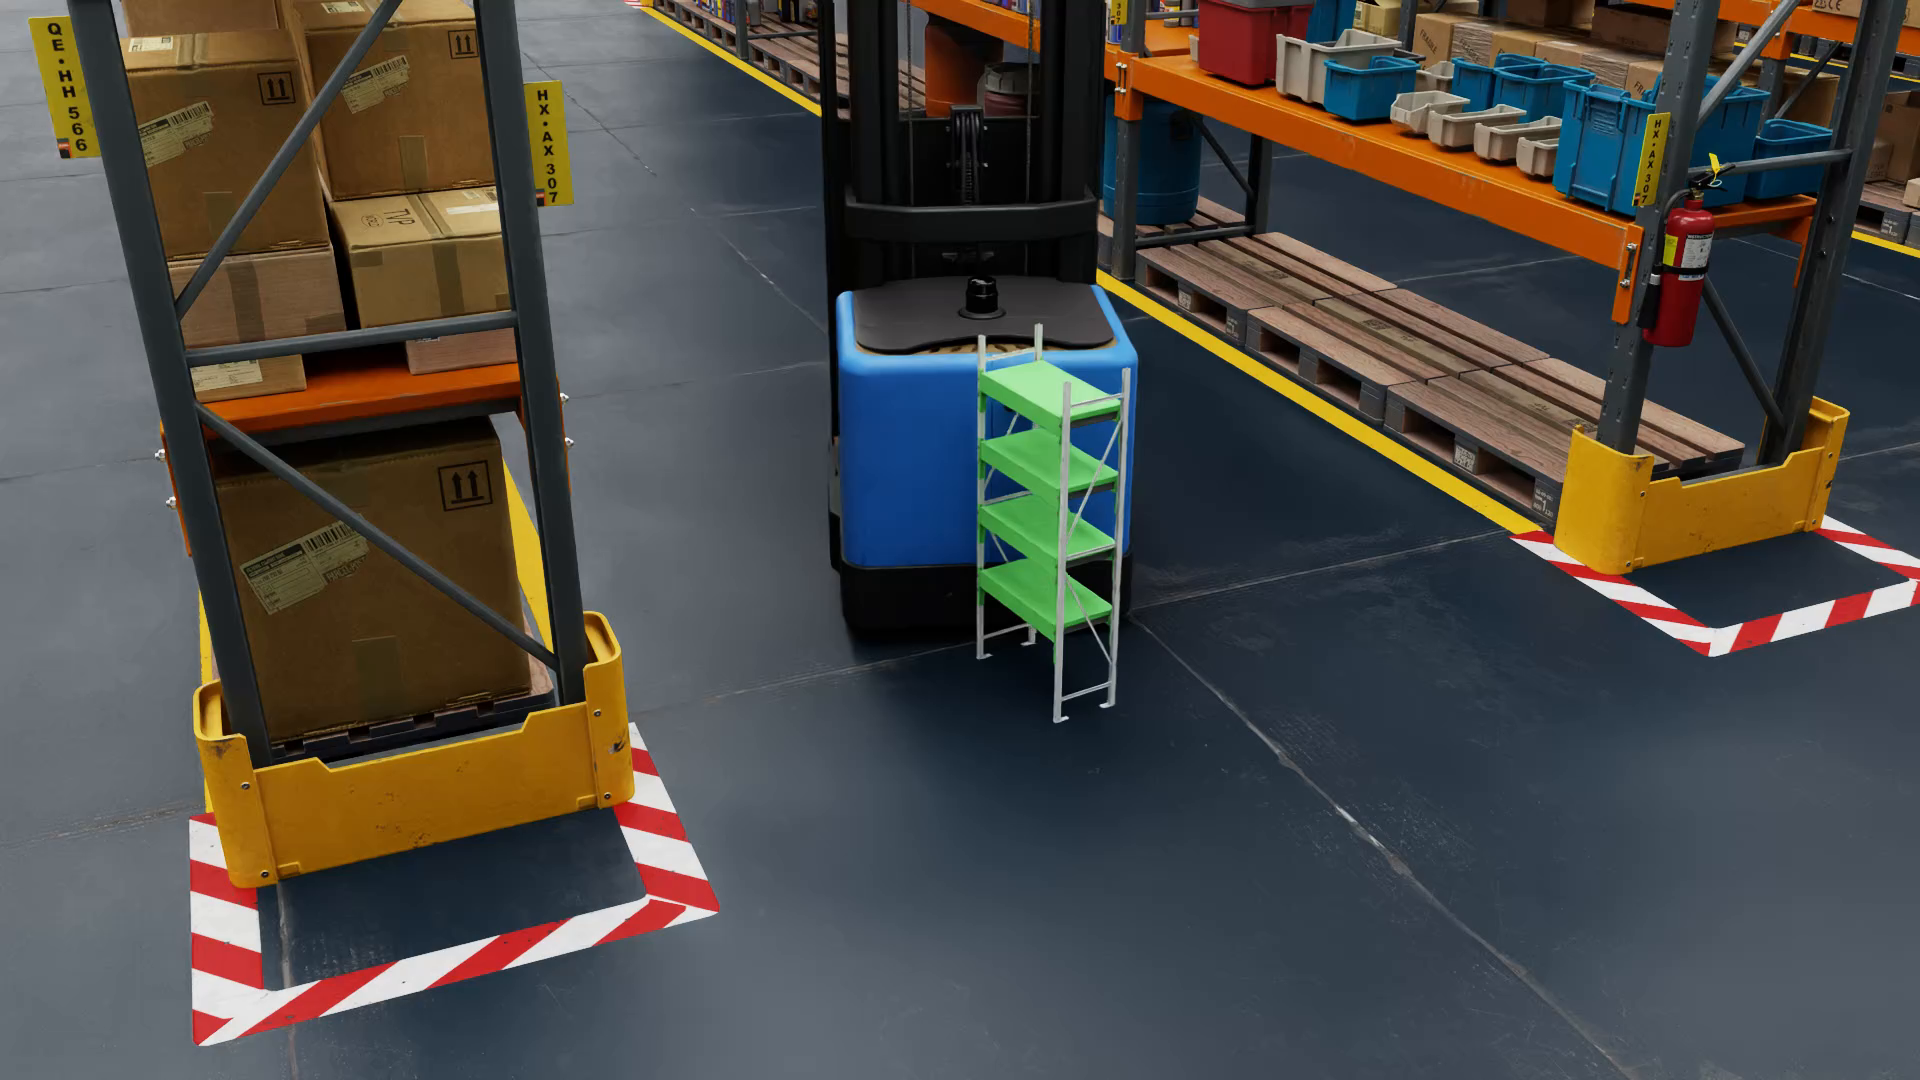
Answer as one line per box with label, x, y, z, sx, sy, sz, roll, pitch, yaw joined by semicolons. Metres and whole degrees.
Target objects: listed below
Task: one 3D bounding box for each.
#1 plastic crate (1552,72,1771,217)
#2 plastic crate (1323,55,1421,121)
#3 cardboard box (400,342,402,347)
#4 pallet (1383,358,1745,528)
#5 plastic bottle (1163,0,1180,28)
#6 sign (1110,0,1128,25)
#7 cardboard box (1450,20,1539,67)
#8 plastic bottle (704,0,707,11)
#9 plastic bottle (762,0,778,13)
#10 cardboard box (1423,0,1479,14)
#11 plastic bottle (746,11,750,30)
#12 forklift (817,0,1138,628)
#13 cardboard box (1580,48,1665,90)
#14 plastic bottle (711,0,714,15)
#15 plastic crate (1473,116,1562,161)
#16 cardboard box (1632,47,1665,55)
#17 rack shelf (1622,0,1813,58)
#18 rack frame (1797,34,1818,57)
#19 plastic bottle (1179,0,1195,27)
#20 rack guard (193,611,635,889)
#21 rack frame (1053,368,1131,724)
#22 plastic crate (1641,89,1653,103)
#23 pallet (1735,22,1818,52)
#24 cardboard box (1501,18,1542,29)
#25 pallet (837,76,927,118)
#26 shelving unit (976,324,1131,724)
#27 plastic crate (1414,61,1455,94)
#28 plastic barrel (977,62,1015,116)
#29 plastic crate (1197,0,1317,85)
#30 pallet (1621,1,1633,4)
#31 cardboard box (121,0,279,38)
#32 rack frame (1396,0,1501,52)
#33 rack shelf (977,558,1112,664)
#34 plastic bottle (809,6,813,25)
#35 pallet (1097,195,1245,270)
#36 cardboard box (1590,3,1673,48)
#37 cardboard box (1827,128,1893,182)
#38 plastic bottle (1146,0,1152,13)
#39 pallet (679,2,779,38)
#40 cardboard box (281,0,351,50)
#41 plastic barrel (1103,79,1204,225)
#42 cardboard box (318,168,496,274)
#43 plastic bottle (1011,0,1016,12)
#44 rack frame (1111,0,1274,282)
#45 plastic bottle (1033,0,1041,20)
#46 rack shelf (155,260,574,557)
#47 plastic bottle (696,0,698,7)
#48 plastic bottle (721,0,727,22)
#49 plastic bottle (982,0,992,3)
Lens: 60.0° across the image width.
plastic crate;2.654;-1.524;6.344;0.616;0.435;0.499;-11;28;-21
plastic crate;1.917;-2.115;7.785;0.416;0.233;0.300;-11;28;-21
cardboard box;-1.537;-0.718;5.087;0.380;0.149;0.250;-11;28;-21
pallet;2.670;-0.465;7.461;1.003;0.211;1.213;-11;28;-21
plastic bottle;1.309;-3.275;10.265;0.097;0.201;0.097;0;26;0
sign;0.884;-3.024;9.209;0.100;0.325;0.005;-11;28;-21
cardboard box;4.509;-4.089;14.053;0.500;0.500;0.500;-12;28;-22
plastic bottle;-2.712;-5.845;17.911;0.097;0.271;0.097;0;26;0
plastic bottle;-2.043;-5.806;17.825;0.152;0.276;0.135;-11;28;-21
cardboard box;4.449;-4.924;15.433;0.500;0.311;0.500;-10;28;-19
plastic bottle;-2.171;-5.256;16.784;0.097;0.201;0.097;0;26;0
forklift;-0.014;-1.614;6.714;1.130;2.935;3.031;-2;26;-4
cardboard box;5.111;-3.471;12.787;0.500;0.500;0.500;-10;28;-20
plastic bottle;-2.593;-5.691;17.674;0.097;0.201;0.097;0;26;0
plastic crate;2.371;-1.704;7.054;0.396;0.136;0.243;-11;28;-21
cardboard box;5.577;-3.571;12.992;0.500;0.500;0.500;-10;28;-20
rack shelf;5.167;-4.327;13.013;1.077;0.370;4.000;-11;28;-21
rack frame;8.940;-6.310;16.255;1.000;3.000;0.127;-11;28;-21
plastic bottle;1.417;-3.337;10.308;0.152;0.276;0.135;-11;28;-21
rack guard;-1.591;0.606;4.940;1.175;0.500;0.348;-11;28;-21
rack frame;0.416;0.040;5.301;0.240;1.200;0.015;-15;30;-28
plastic crate;2.906;-1.752;7.042;0.416;0.233;0.300;-11;28;-21
pallet;8.635;-5.373;17.514;1.003;0.211;1.213;-11;28;-21
cardboard box;4.966;-4.195;14.270;0.500;0.500;0.500;-9;28;-19
pallet;-0.443;-3.674;14.035;1.003;0.211;1.213;-11;28;-21
shelving unit;0.290;-0.052;5.489;0.258;1.200;0.503;-15;30;-28
plastic crate;2.349;-2.250;8.172;0.293;0.136;0.466;-11;28;-21
plastic barrel;0.335;-3.271;12.388;0.421;0.512;0.421;0;26;0
plastic crate;1.510;-2.645;8.608;0.402;0.464;0.583;-11;28;-21
pallet;8.162;-5.865;18.521;1.003;0.211;1.213;-11;28;-21
cardboard box;-2.820;-1.899;6.197;0.500;0.500;0.500;-11;28;-22
rack frame;4.384;-5.457;14.509;1.000;3.000;0.127;-11;28;-21
rack shelf;0.290;0.221;5.622;0.258;0.148;0.480;-15;30;-28
plastic bottle;-1.503;-5.408;17.095;0.097;0.201;0.097;0;26;0
pallet;1.127;-2.059;10.726;1.003;0.211;1.213;-11;28;-21
cardboard box;5.396;-4.097;13.216;0.500;0.250;0.500;-11;28;-22
cardboard box;5.915;-2.625;11.272;0.500;0.311;0.500;-11;28;-21
plastic bottle;1.198;-3.563;10.771;0.152;0.276;0.135;-11;28;-21
pallet;-2.448;-5.741;18.268;1.003;0.211;1.213;-11;28;-21
cardboard box;-1.944;-1.581;5.546;0.500;0.500;0.500;-11;28;-22
plastic barrel;1.193;-2.461;10.285;0.600;0.901;0.708;-11;28;-21
cardboard box;-1.749;-1.042;5.298;0.500;0.250;0.500;-11;28;-21
plastic bottle;0.384;-3.549;10.825;0.097;0.201;0.097;0;26;0
rack frame;1.391;-2.993;9.461;1.000;3.000;0.127;-11;28;-21
plastic bottle;0.546;-3.446;10.531;0.152;0.276;0.135;-11;28;-21
rack shelf;-2.383;-1.011;6.223;1.077;0.370;4.000;-11;28;-21
plastic bottle;-2.845;-5.950;18.206;0.097;0.201;0.097;0;26;0
plastic bottle;-2.437;-5.546;17.285;0.061;0.283;0.133;-9;27;-17
plastic bottle;0.240;-3.762;11.178;0.152;0.276;0.135;-11;28;-21
